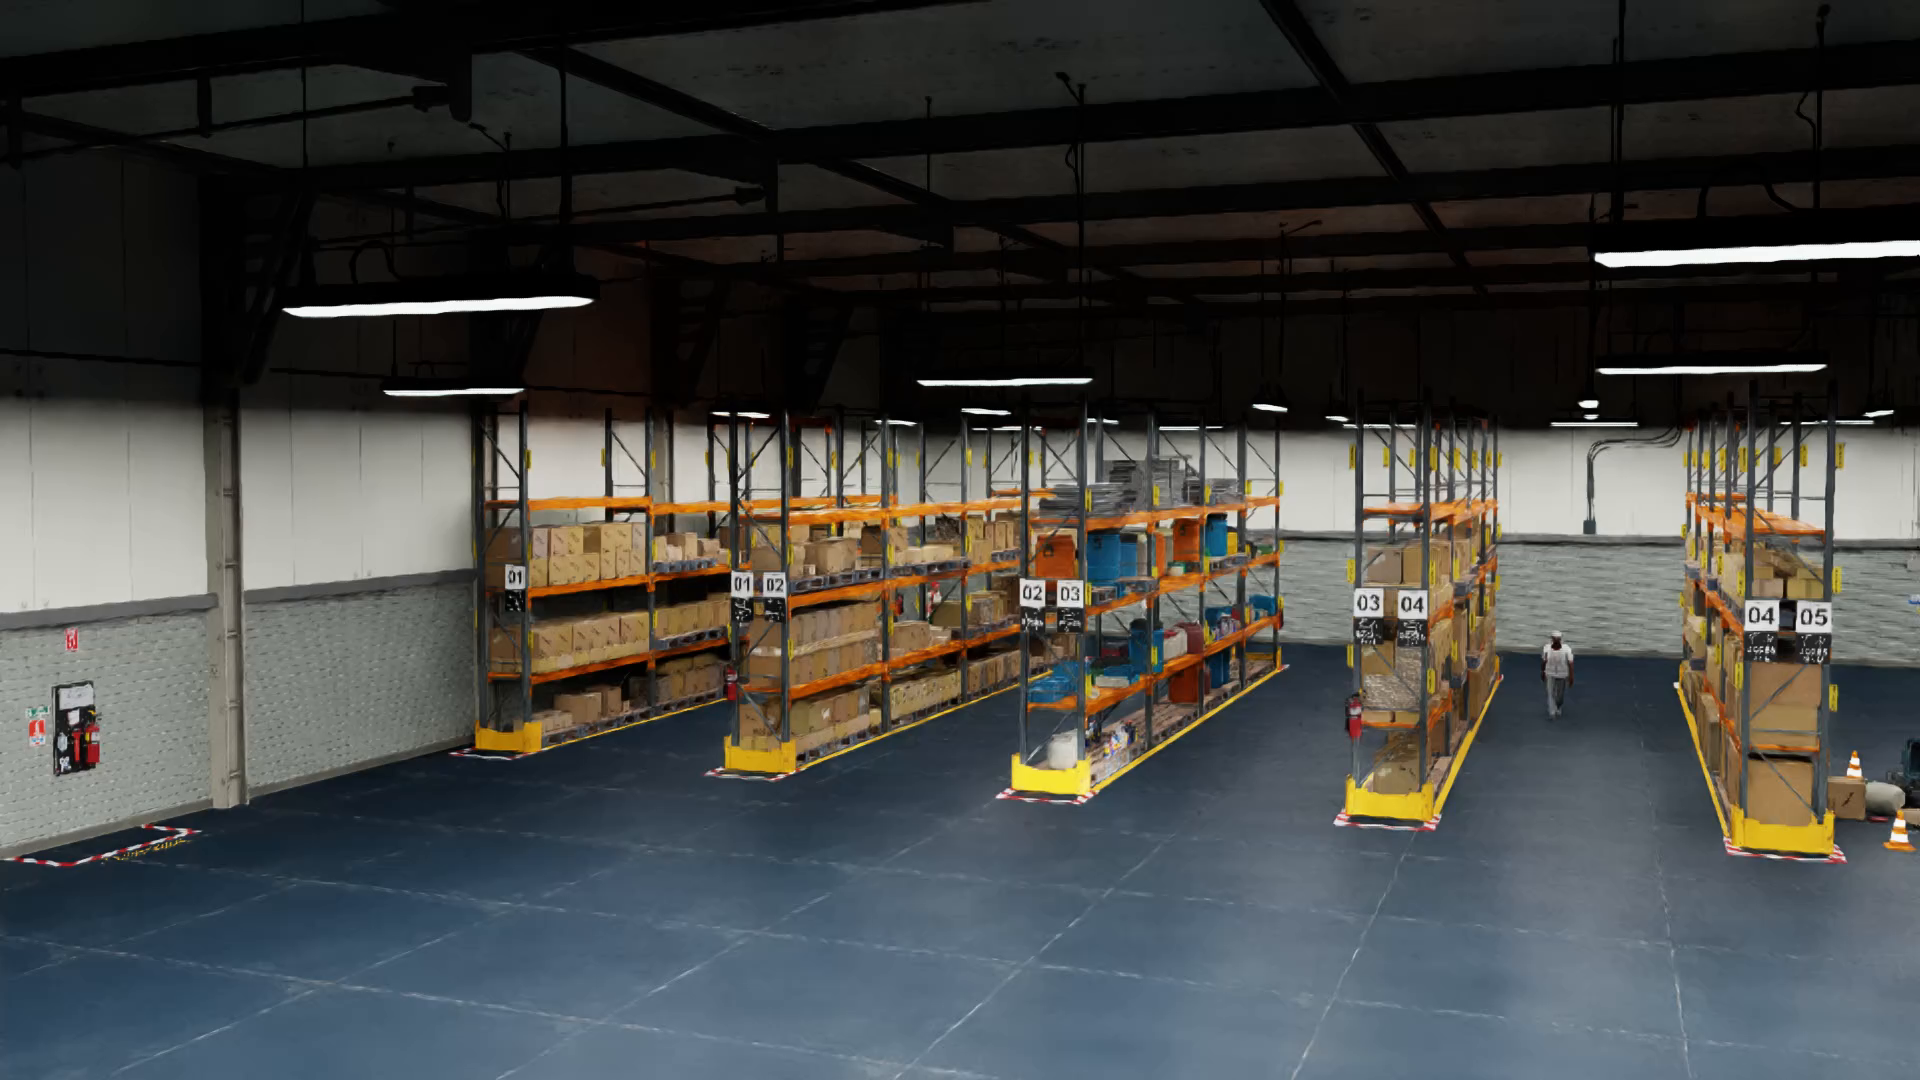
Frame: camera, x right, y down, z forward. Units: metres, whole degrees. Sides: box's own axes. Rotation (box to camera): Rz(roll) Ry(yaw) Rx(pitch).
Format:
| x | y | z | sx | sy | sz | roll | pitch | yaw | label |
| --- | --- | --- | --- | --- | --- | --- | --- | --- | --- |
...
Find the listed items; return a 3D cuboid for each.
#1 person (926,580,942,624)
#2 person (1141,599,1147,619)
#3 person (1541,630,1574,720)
| x | y | z | sx | sy | sz | roll | pitch | yaw | label |
| --- | --- | --- | --- | --- | --- | --- | --- | --- | --- |
| -0.630 | 1.957 | 44.047 | 0.716 | 1.780 | 0.532 | -2 | 3 | -35 | person |
| 4.930 | 2.075 | 43.342 | 0.463 | 1.625 | 0.989 | 1 | 3 | 20 | person |
| 11.499 | 2.589 | 32.000 | 0.589 | 1.716 | 1.043 | 1 | 3 | 20 | person |
